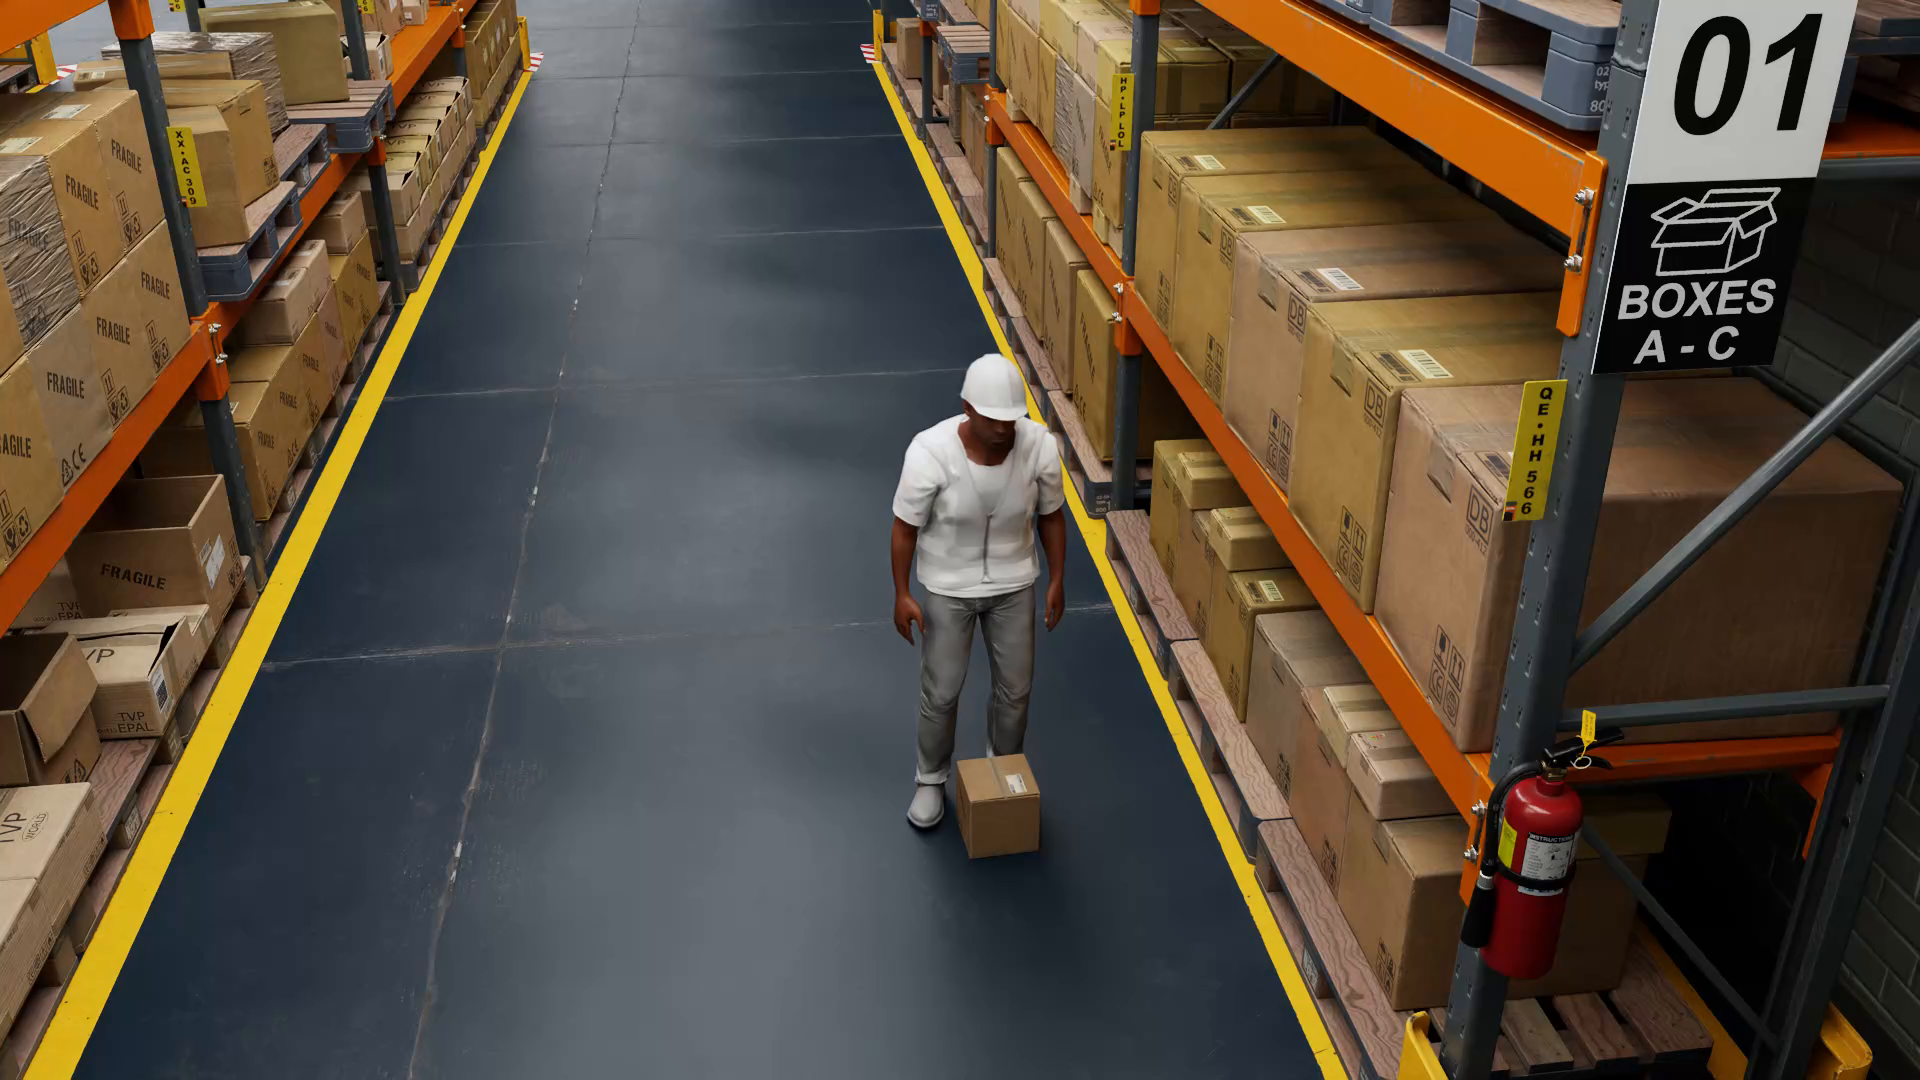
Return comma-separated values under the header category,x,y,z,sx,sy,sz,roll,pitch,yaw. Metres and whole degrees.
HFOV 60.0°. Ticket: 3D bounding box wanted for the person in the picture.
category,x,y,z,sx,sy,sz,roll,pitch,yaw
person,0.074,0.172,5.760,0.623,1.759,0.462,-5,27,-10
